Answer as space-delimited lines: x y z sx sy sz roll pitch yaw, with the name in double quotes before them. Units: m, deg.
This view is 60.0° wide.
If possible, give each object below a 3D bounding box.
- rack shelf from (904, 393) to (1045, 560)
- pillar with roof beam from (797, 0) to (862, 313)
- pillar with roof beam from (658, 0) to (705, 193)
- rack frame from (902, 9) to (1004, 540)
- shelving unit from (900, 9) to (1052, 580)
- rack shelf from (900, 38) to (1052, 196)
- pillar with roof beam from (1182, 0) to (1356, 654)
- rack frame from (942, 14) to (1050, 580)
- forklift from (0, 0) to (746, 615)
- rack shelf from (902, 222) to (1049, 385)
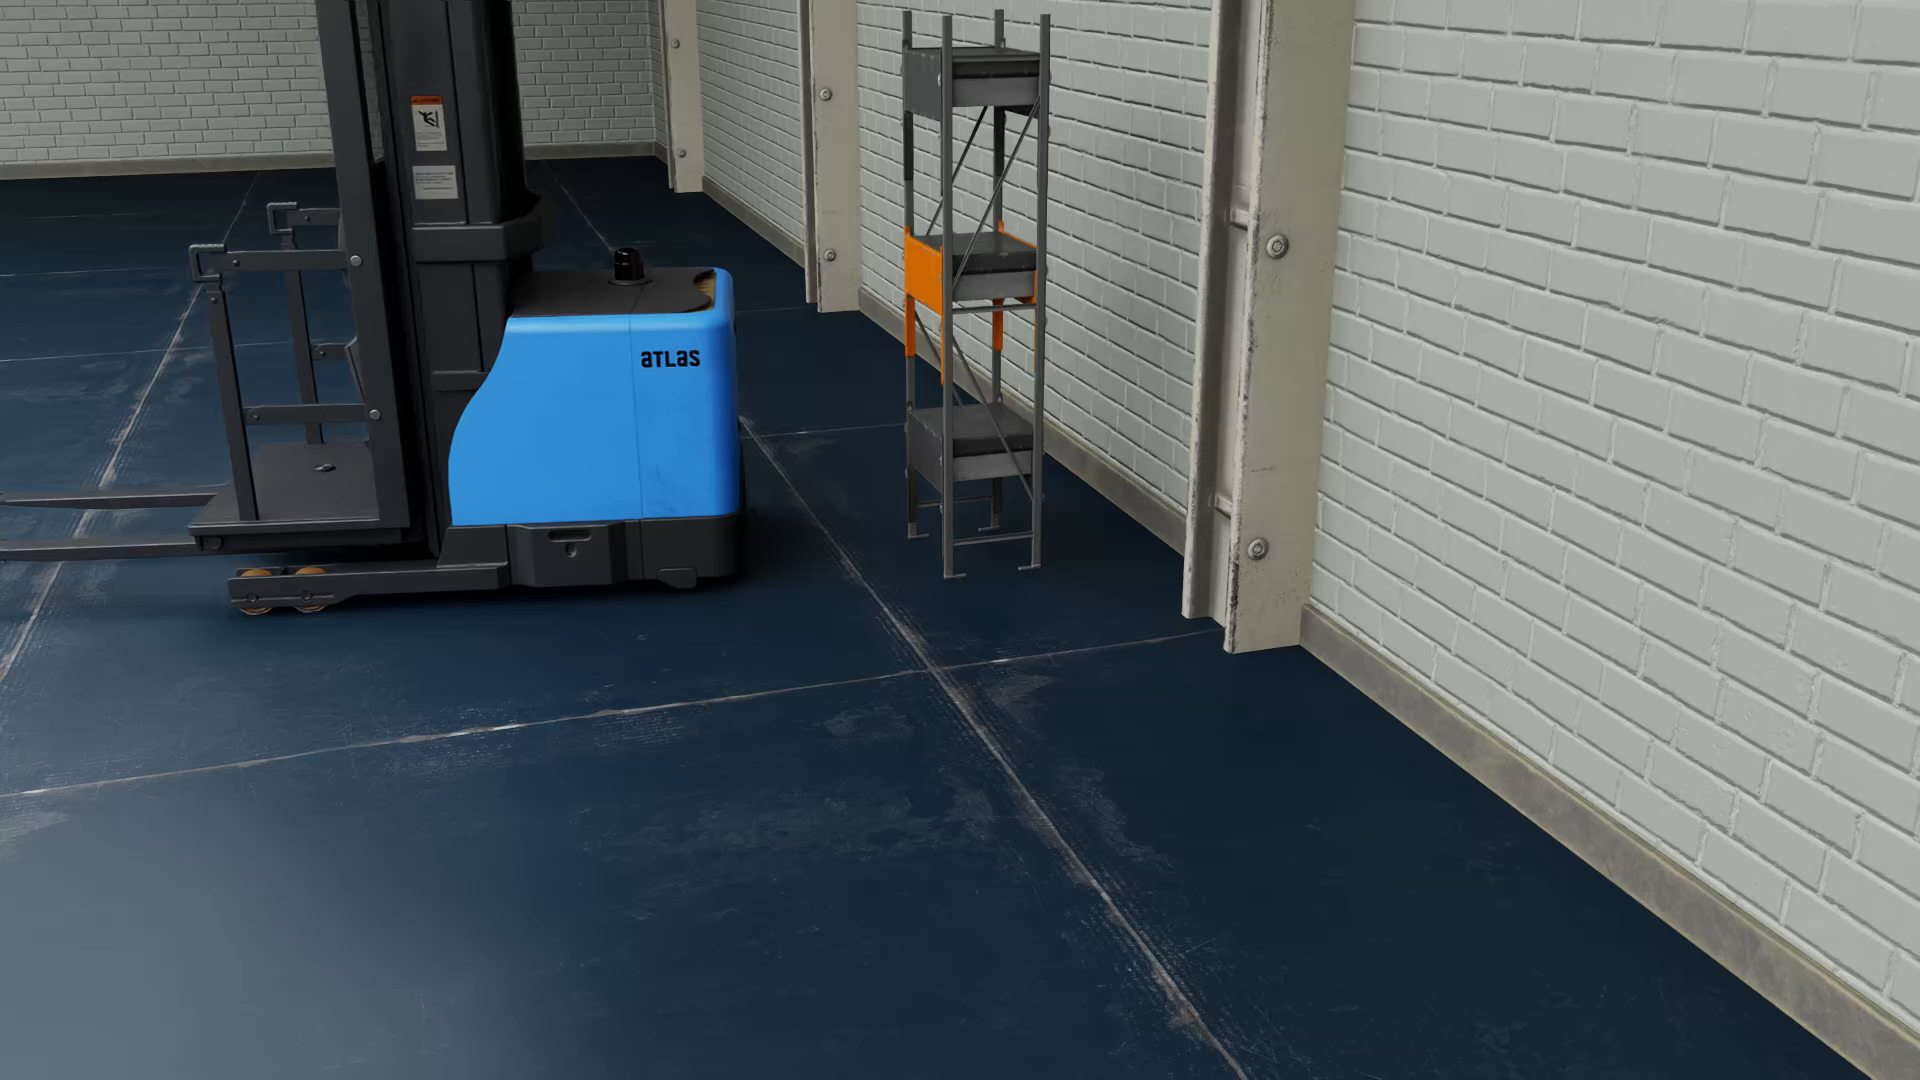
"rack shelf" 0.052 -0.263 6.655 0.431 0.518 0.480 -6 21 -17
"pillar with roof beam" -4.945 -5.385 8.597 9.100 9.000 0.400 -6 21 -17
"pillar with roof beam" -6.831 -7.311 13.958 9.100 9.000 0.400 -6 21 -17
"rack frame" -0.025 -1.013 6.632 0.400 2.100 0.015 -6 21 -17
"shelving unit" 0.052 -0.935 6.414 0.431 2.100 0.503 -6 21 -17
"rack shelf" 0.052 -1.581 6.182 0.431 0.518 0.480 -6 21 -17
"pillar with roof beam" -3.059 -3.460 3.236 9.100 9.000 0.400 -6 21 -17
"rack frame" 0.129 -0.857 6.196 0.400 2.100 0.015 -6 21 -17
"forklift" -2.383 -1.291 6.175 3.031 2.935 1.130 -2 20 -6
"rack shelf" 0.052 -0.922 6.418 0.431 0.518 0.480 -6 21 -17
